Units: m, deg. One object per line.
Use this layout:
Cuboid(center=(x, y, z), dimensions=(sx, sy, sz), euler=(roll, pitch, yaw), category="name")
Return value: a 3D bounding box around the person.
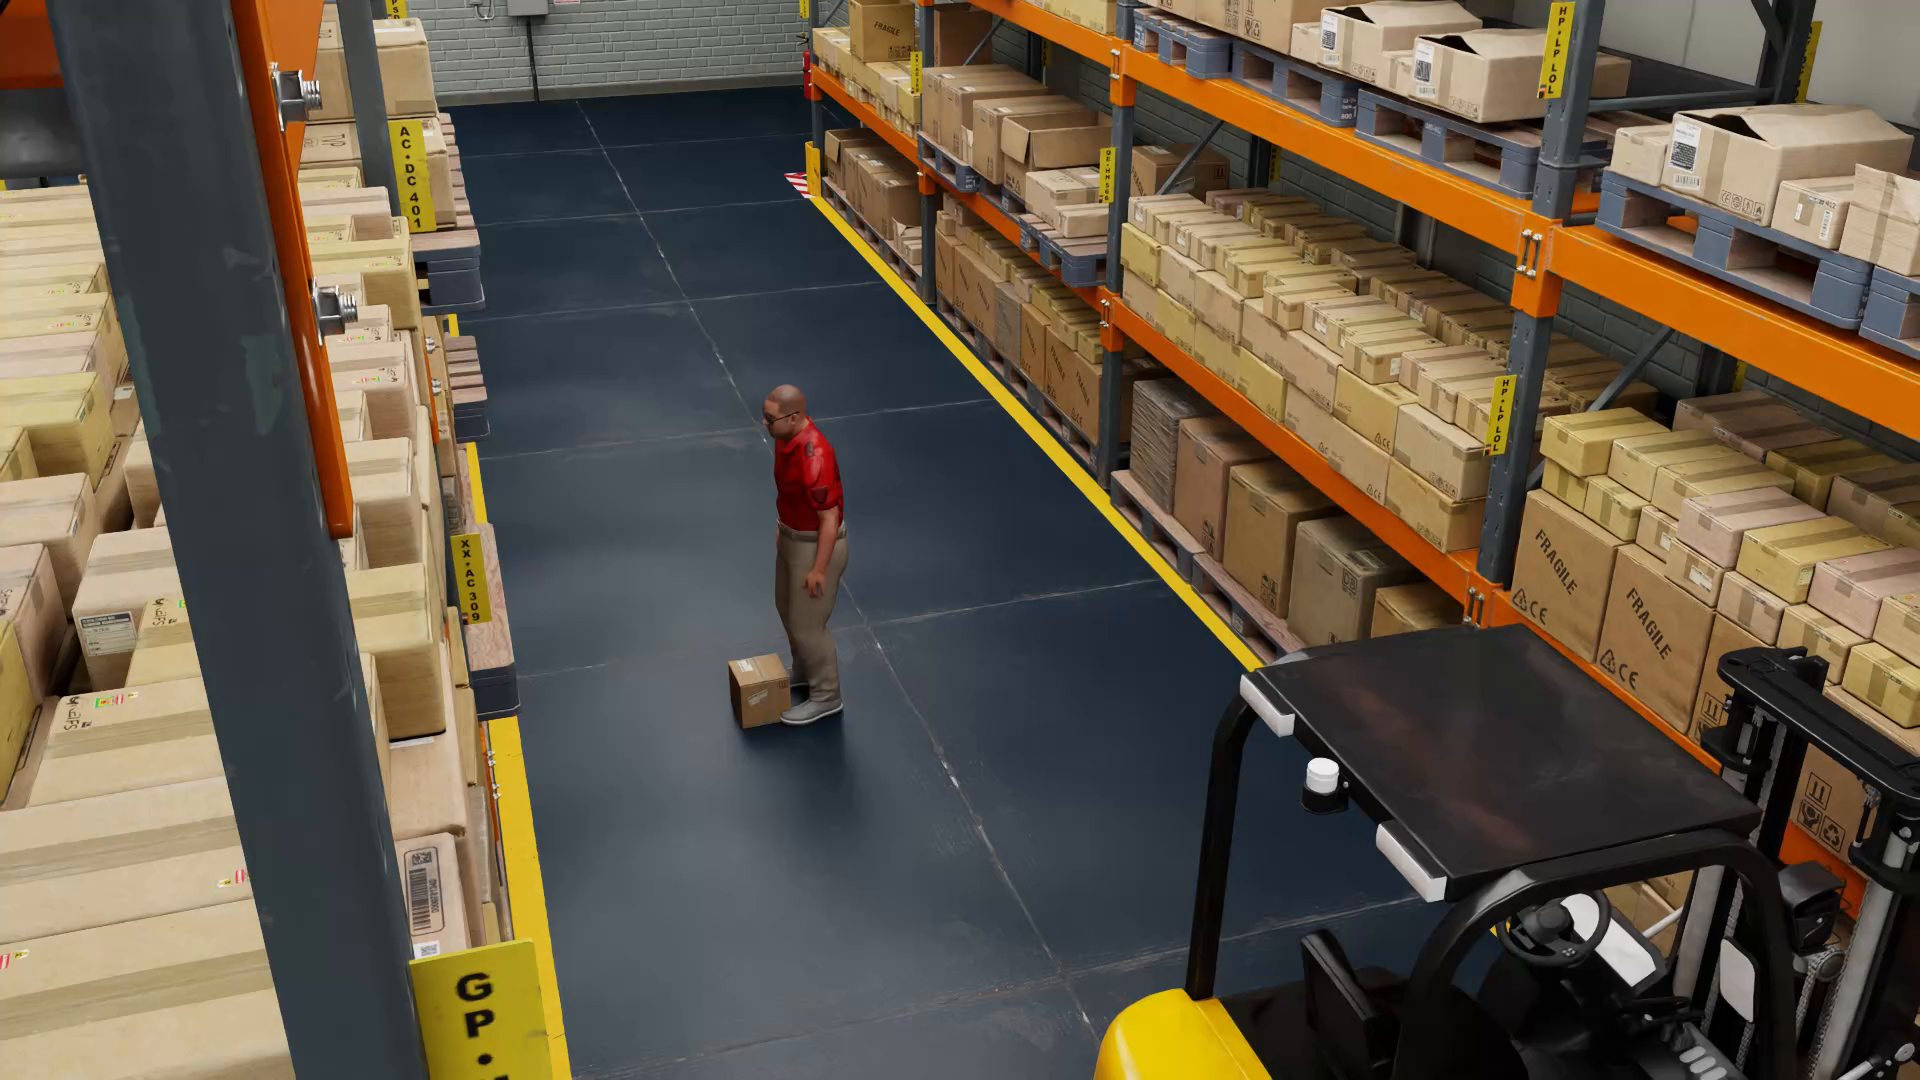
Cuboid(center=(-0.755, 0.048, 8.033), dimensions=(0.393, 1.725, 0.593), euler=(-10, 28, -19), category="person")
